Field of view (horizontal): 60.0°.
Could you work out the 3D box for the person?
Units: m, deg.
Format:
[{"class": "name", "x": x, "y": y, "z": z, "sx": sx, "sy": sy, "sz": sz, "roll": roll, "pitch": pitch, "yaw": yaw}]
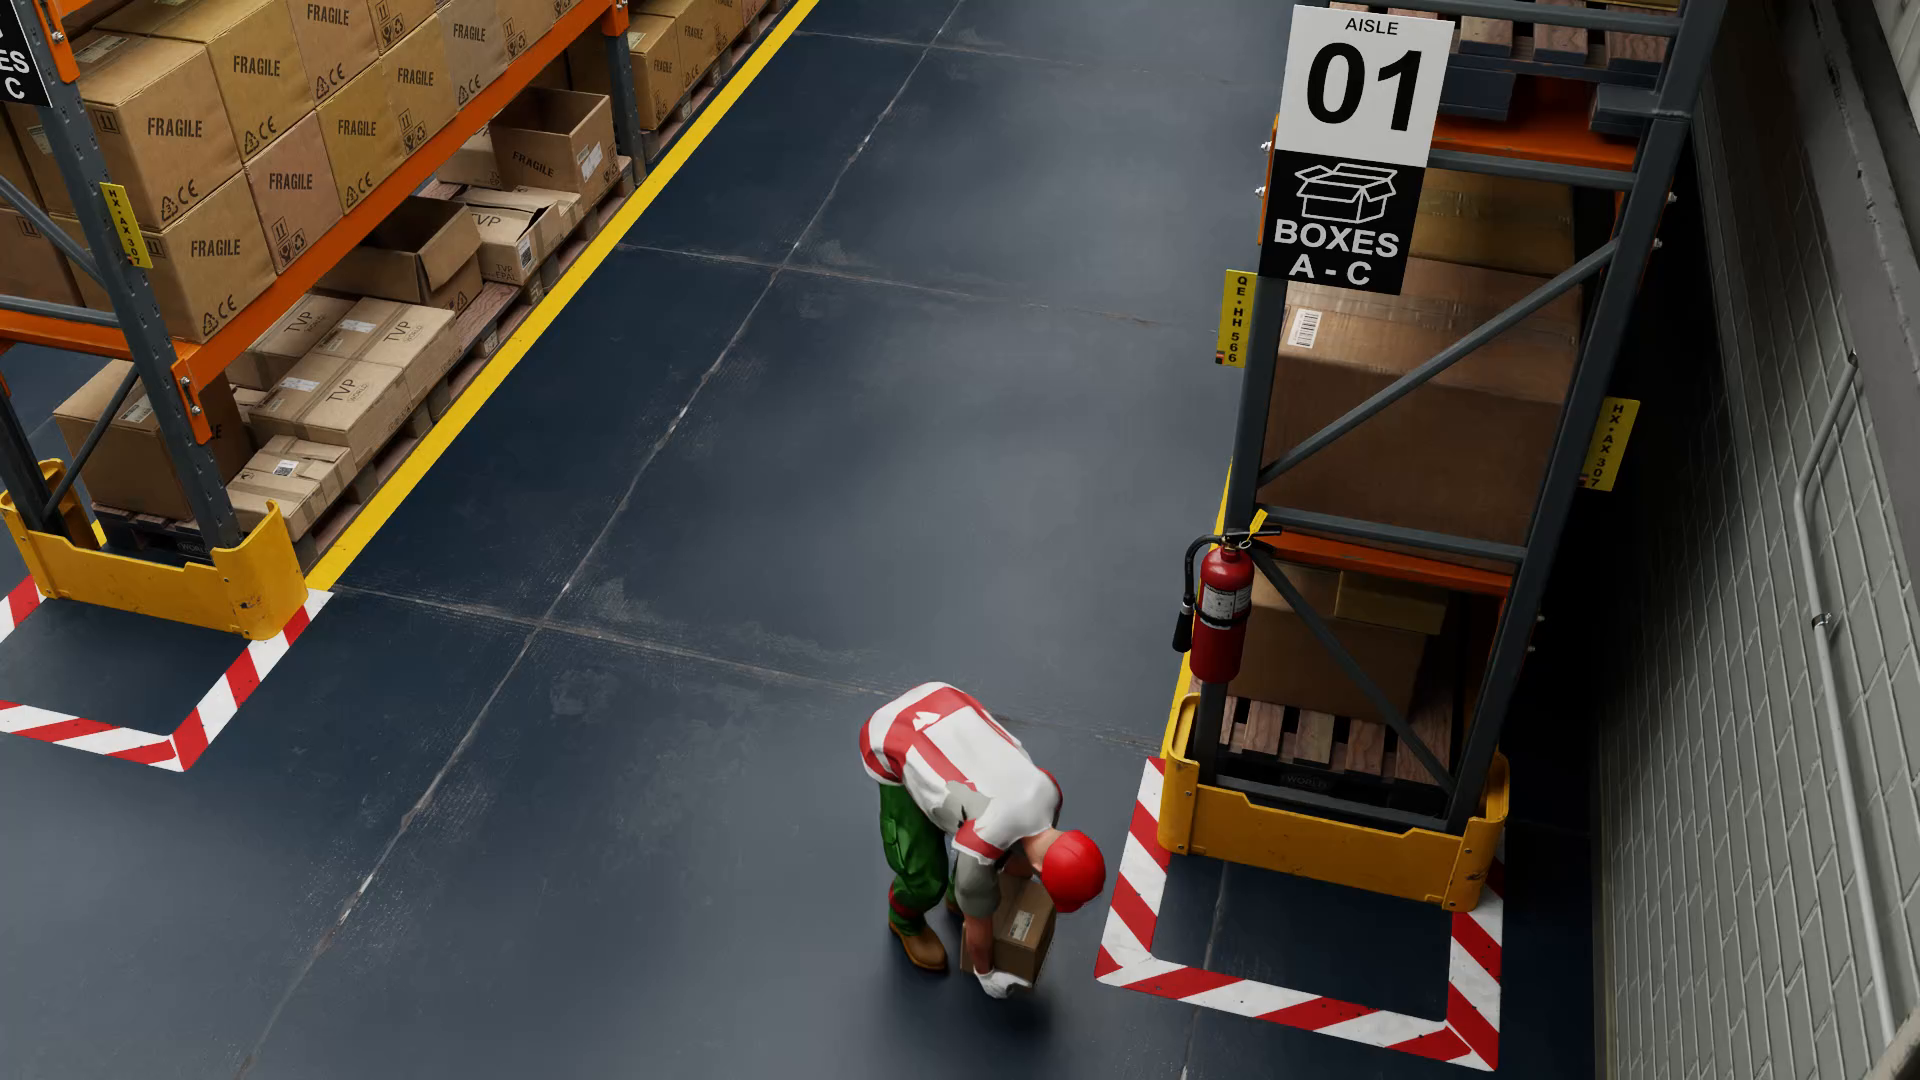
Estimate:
[{"class": "person", "x": 0.075, "y": 1.065, "z": 5.444, "sx": 0.503, "sy": 1.073, "sz": 0.961, "roll": -28, "pitch": 48, "yaw": -29}]
